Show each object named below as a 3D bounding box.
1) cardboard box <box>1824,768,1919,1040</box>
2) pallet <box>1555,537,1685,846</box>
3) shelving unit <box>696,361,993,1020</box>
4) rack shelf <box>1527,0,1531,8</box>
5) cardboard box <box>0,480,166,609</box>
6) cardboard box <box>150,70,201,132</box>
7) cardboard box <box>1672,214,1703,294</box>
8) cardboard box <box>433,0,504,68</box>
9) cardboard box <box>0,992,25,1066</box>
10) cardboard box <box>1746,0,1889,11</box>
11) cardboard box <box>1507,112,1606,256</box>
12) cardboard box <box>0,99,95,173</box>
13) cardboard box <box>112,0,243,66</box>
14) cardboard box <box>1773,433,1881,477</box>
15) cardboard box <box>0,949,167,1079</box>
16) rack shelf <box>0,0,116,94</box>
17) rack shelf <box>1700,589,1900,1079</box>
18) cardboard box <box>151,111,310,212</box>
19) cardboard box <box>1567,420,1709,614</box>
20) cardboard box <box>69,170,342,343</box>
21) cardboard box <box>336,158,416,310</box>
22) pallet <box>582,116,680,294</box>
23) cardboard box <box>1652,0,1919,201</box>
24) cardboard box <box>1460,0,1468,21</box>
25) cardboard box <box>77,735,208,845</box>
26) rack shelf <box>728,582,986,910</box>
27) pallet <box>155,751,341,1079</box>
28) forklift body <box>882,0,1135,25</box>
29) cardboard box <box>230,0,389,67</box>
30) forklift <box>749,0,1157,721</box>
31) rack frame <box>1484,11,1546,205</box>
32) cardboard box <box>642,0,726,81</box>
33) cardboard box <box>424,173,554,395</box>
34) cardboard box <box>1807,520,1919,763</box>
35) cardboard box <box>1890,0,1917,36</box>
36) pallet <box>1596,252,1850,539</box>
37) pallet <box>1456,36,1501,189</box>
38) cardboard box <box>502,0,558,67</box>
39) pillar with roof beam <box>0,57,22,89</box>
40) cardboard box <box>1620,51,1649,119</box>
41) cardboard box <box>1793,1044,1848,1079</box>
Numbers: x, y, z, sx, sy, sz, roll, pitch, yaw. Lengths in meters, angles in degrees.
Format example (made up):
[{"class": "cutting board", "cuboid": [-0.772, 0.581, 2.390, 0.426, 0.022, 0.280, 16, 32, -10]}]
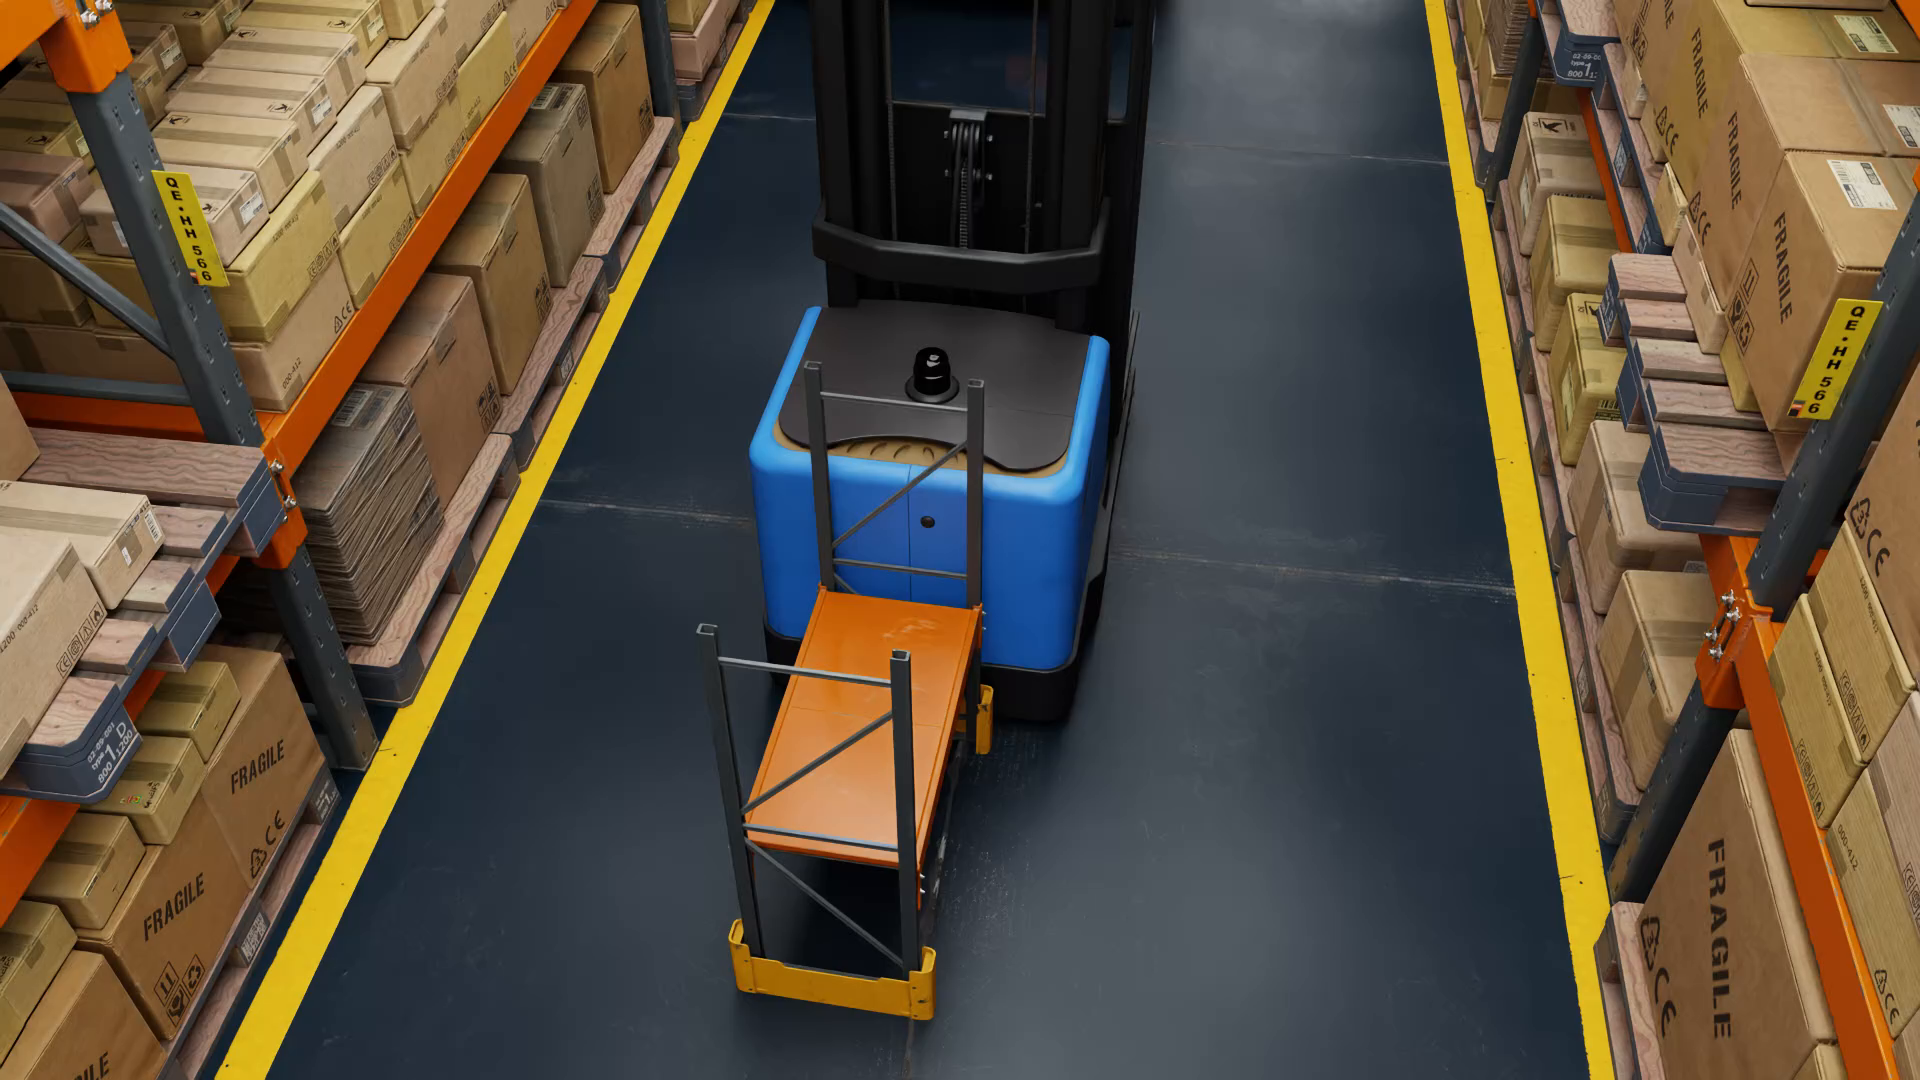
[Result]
[{"class": "cardboard box", "cuboid": [2.125, 0.753, 3.383, 0.500, 0.250, 0.500, 4, 44, 4]}, {"class": "pallet", "cuboid": [2.594, 0.516, 5.552, 1.003, 0.211, 1.213, 5, 44, 6]}, {"class": "shelving unit", "cuboid": [-0.273, 0.441, 4.694, 0.587, 1.500, 1.083, 7, 44, 7]}, {"class": "rack shelf", "cuboid": [3.282, -3.792, 8.596, 1.077, 0.370, 4.000, 5, 44, 6]}, {"class": "cardboard box", "cuboid": [-2.138, 0.008, 3.937, 0.380, 0.149, 0.250, 6, 44, 6]}, {"class": "cardboard box", "cuboid": [-2.582, -1.220, 5.102, 0.500, 0.250, 0.500, 6, 44, 6]}, {"class": "cardboard box", "cuboid": [2.293, -0.806, 4.797, 0.380, 0.149, 0.250, 3, 44, 4]}, {"class": "cardboard box", "cuboid": [-1.934, -1.867, 5.785, 0.500, 0.250, 0.500, 6, 44, 6]}, {"class": "cardboard box", "cuboid": [-2.442, 1.177, 3.867, 0.380, 0.149, 0.250, 5, 44, 5]}, {"class": "cardboard box", "cuboid": [2.426, -1.637, 4.731, 0.380, 0.149, 0.250, 3, 44, 4]}, {"class": "cardboard box", "cuboid": [2.951, -1.531, 7.291, 0.950, 0.372, 0.625, 6, 44, 6]}, {"class": "cardboard box", "cuboid": [-2.665, -1.113, 4.700, 0.380, 0.149, 0.250, 6, 44, 7]}, {"class": "cardboard box", "cuboid": [-2.496, -1.629, 5.244, 0.380, 0.149, 0.250, 5, 44, 5]}, {"class": "cardboard box", "cuboid": [2.299, -0.270, 4.231, 0.380, 0.149, 0.250, 7, 44, 7]}, {"class": "cardboard box", "cuboid": [-2.417, 1.347, 4.158, 0.500, 0.500, 0.500, 7, 44, 7]}, {"class": "rack shelf", "cuboid": [-2.696, 0.122, 2.281, 1.077, 0.370, 4.000, 5, 44, 6]}, {"class": "rack shelf", "cuboid": [2.225, 1.660, 2.838, 1.077, 0.370, 4.000, 5, 44, 6]}, {"class": "cardboard box", "cuboid": [-2.063, -1.057, 4.640, 0.380, 0.149, 0.250, 6, 44, 6]}, {"class": "cardboard box", "cuboid": [2.663, -0.050, 5.727, 0.950, 0.372, 0.625, 4, 44, 5]}, {"class": "cardboard box", "cuboid": [-2.106, -0.818, 4.678, 0.500, 0.250, 0.500, 5, 44, 5]}, {"class": "cardboard box", "cuboid": [-2.059, -0.981, 5.213, 0.500, 0.250, 0.500, 4, 44, 5]}, {"class": "pallet", "cuboid": [-1.961, -1.621, 7.808, 1.003, 0.211, 1.213, 5, 44, 6]}, {"class": "cardboard box", "cuboid": [2.397, -1.293, 4.840, 0.500, 0.500, 0.500, 3, 43, 3]}, {"class": "cardboard box", "cuboid": [2.962, -2.982, 8.912, 0.500, 0.250, 0.500, 6, 44, 6]}, {"class": "cardboard box", "cuboid": [-2.251, 0.655, 4.417, 0.380, 0.149, 0.250, 3, 44, 3]}, {"class": "rack shelf", "cuboid": [-0.272, 0.565, 4.824, 0.538, 0.185, 1.000, 7, 44, 7]}, {"class": "pallet", "cuboid": [-2.568, 1.105, 4.929, 1.003, 0.211, 1.213, 5, 44, 6]}, {"class": "forklift body", "cuboid": [0.184, -4.099, 9.014, 2.313, 2.155, 1.214, 5, 44, 6]}, {"class": "cardboard box", "cuboid": [-2.029, -1.588, 5.201, 0.380, 0.149, 0.250, 6, 44, 6]}, {"class": "forklift", "cuboid": [0.110, -1.487, 5.689, 1.130, 2.935, 3.031, 7, 44, 7]}, {"class": "rack frame", "cuboid": [3.018, -2.690, 6.910, 1.000, 3.000, 0.127, 5, 44, 6]}, {"class": "cardboard box", "cuboid": [-1.510, -2.592, 8.501, 0.500, 0.250, 0.500, 6, 44, 6]}, {"class": "cardboard box", "cuboid": [-2.168, -1.032, 6.580, 0.875, 0.625, 0.625, 4, 44, 4]}, {"class": "cardboard box", "cuboid": [2.177, 0.232, 3.569, 0.500, 0.250, 0.500, 5, 44, 5]}, {"class": "cardboard box", "cuboid": [2.904, -1.265, 4.810, 0.500, 0.500, 0.500, 6, 44, 6]}, {"class": "pallet", "cuboid": [2.478, -0.390, 4.620, 1.213, 0.211, 1.003, 5, 44, 6]}, {"class": "pallet", "cuboid": [3.072, -2.139, 8.355, 1.003, 0.211, 1.213, 5, 44, 6]}, {"class": "cardboard box", "cuboid": [-1.867, -2.038, 6.330, 0.500, 0.250, 0.500, 5, 44, 6]}, {"class": "pillar with roof beam", "cuboid": [1.115, -3.170, 3.053, 9.100, 9.000, 0.400, 5, 44, 6]}, {"class": "cardboard box", "cuboid": [2.432, -1.518, 5.549, 0.380, 0.149, 0.250, 7, 44, 7]}, {"class": "cardboard box", "cuboid": [2.193, 1.726, 3.486, 0.875, 0.875, 0.875, 6, 44, 6]}]
